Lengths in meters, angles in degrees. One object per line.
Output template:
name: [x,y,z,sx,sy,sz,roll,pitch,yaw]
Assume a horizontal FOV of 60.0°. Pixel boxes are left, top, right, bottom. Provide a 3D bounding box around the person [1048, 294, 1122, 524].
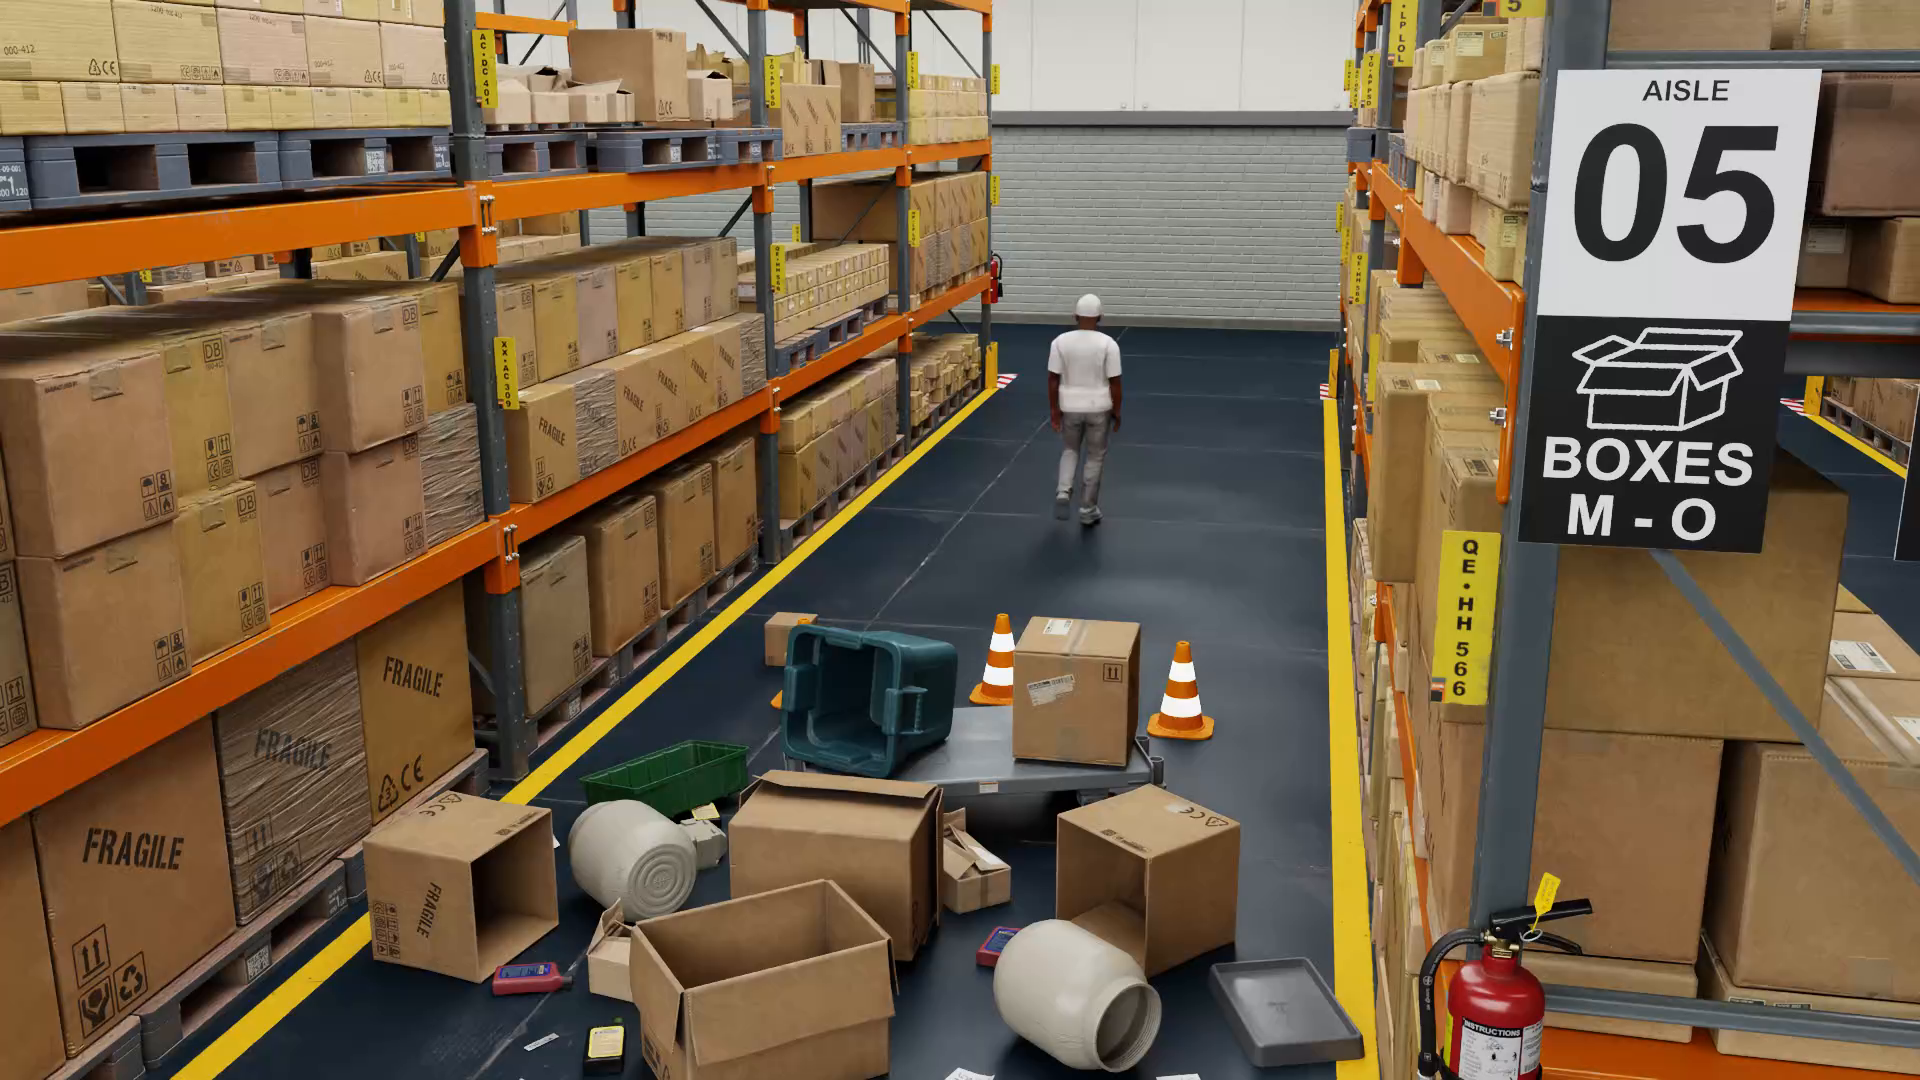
person: [0.965,-0.998,12.705,0.565,1.759,0.475,5,16,20]
